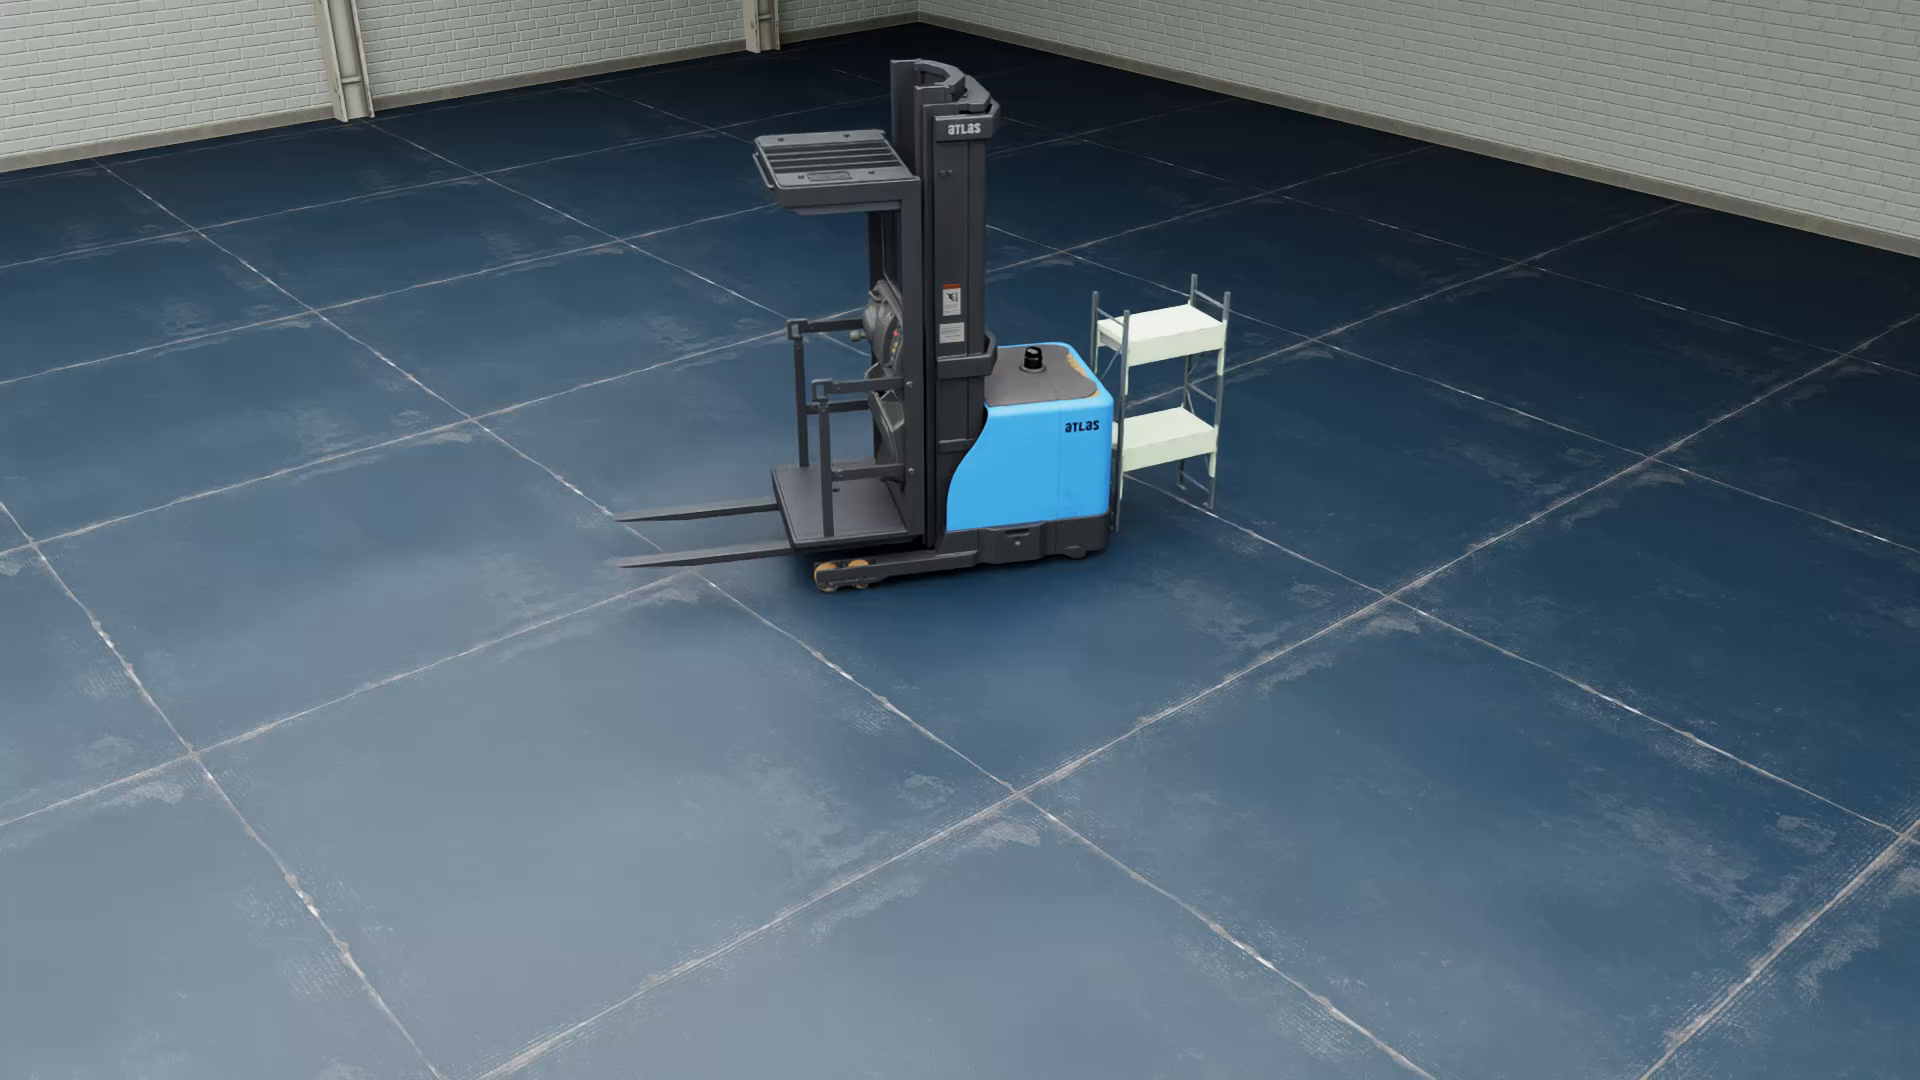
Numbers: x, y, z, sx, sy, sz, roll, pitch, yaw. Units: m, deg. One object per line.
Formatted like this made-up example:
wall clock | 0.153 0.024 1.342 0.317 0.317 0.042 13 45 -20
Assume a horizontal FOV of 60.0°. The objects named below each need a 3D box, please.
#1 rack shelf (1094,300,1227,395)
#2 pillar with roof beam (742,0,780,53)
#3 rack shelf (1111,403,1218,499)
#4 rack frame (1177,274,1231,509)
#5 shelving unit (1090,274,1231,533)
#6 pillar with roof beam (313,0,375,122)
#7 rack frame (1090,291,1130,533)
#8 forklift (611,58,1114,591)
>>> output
rack shelf | 1.249 -1.217 10.466 0.720 0.370 0.431 -13 31 -23
pillar with roof beam | -0.015 -9.412 18.673 0.400 9.000 9.100 -22 35 -35
rack shelf | 1.249 -0.585 10.803 0.720 0.370 0.431 -13 31 -23
rack frame | 1.576 -0.950 10.795 0.023 1.500 0.400 -13 31 -23
shelving unit | 1.249 -0.872 10.650 0.755 1.500 0.431 -13 31 -23
pillar with roof beam | -4.580 -7.577 15.239 0.400 9.000 9.100 -22 35 -35
rack frame | 0.922 -0.795 10.505 0.023 1.500 0.400 -13 31 -23
forklift | -0.636 -1.257 9.851 3.031 2.935 1.130 -6 29 -12
